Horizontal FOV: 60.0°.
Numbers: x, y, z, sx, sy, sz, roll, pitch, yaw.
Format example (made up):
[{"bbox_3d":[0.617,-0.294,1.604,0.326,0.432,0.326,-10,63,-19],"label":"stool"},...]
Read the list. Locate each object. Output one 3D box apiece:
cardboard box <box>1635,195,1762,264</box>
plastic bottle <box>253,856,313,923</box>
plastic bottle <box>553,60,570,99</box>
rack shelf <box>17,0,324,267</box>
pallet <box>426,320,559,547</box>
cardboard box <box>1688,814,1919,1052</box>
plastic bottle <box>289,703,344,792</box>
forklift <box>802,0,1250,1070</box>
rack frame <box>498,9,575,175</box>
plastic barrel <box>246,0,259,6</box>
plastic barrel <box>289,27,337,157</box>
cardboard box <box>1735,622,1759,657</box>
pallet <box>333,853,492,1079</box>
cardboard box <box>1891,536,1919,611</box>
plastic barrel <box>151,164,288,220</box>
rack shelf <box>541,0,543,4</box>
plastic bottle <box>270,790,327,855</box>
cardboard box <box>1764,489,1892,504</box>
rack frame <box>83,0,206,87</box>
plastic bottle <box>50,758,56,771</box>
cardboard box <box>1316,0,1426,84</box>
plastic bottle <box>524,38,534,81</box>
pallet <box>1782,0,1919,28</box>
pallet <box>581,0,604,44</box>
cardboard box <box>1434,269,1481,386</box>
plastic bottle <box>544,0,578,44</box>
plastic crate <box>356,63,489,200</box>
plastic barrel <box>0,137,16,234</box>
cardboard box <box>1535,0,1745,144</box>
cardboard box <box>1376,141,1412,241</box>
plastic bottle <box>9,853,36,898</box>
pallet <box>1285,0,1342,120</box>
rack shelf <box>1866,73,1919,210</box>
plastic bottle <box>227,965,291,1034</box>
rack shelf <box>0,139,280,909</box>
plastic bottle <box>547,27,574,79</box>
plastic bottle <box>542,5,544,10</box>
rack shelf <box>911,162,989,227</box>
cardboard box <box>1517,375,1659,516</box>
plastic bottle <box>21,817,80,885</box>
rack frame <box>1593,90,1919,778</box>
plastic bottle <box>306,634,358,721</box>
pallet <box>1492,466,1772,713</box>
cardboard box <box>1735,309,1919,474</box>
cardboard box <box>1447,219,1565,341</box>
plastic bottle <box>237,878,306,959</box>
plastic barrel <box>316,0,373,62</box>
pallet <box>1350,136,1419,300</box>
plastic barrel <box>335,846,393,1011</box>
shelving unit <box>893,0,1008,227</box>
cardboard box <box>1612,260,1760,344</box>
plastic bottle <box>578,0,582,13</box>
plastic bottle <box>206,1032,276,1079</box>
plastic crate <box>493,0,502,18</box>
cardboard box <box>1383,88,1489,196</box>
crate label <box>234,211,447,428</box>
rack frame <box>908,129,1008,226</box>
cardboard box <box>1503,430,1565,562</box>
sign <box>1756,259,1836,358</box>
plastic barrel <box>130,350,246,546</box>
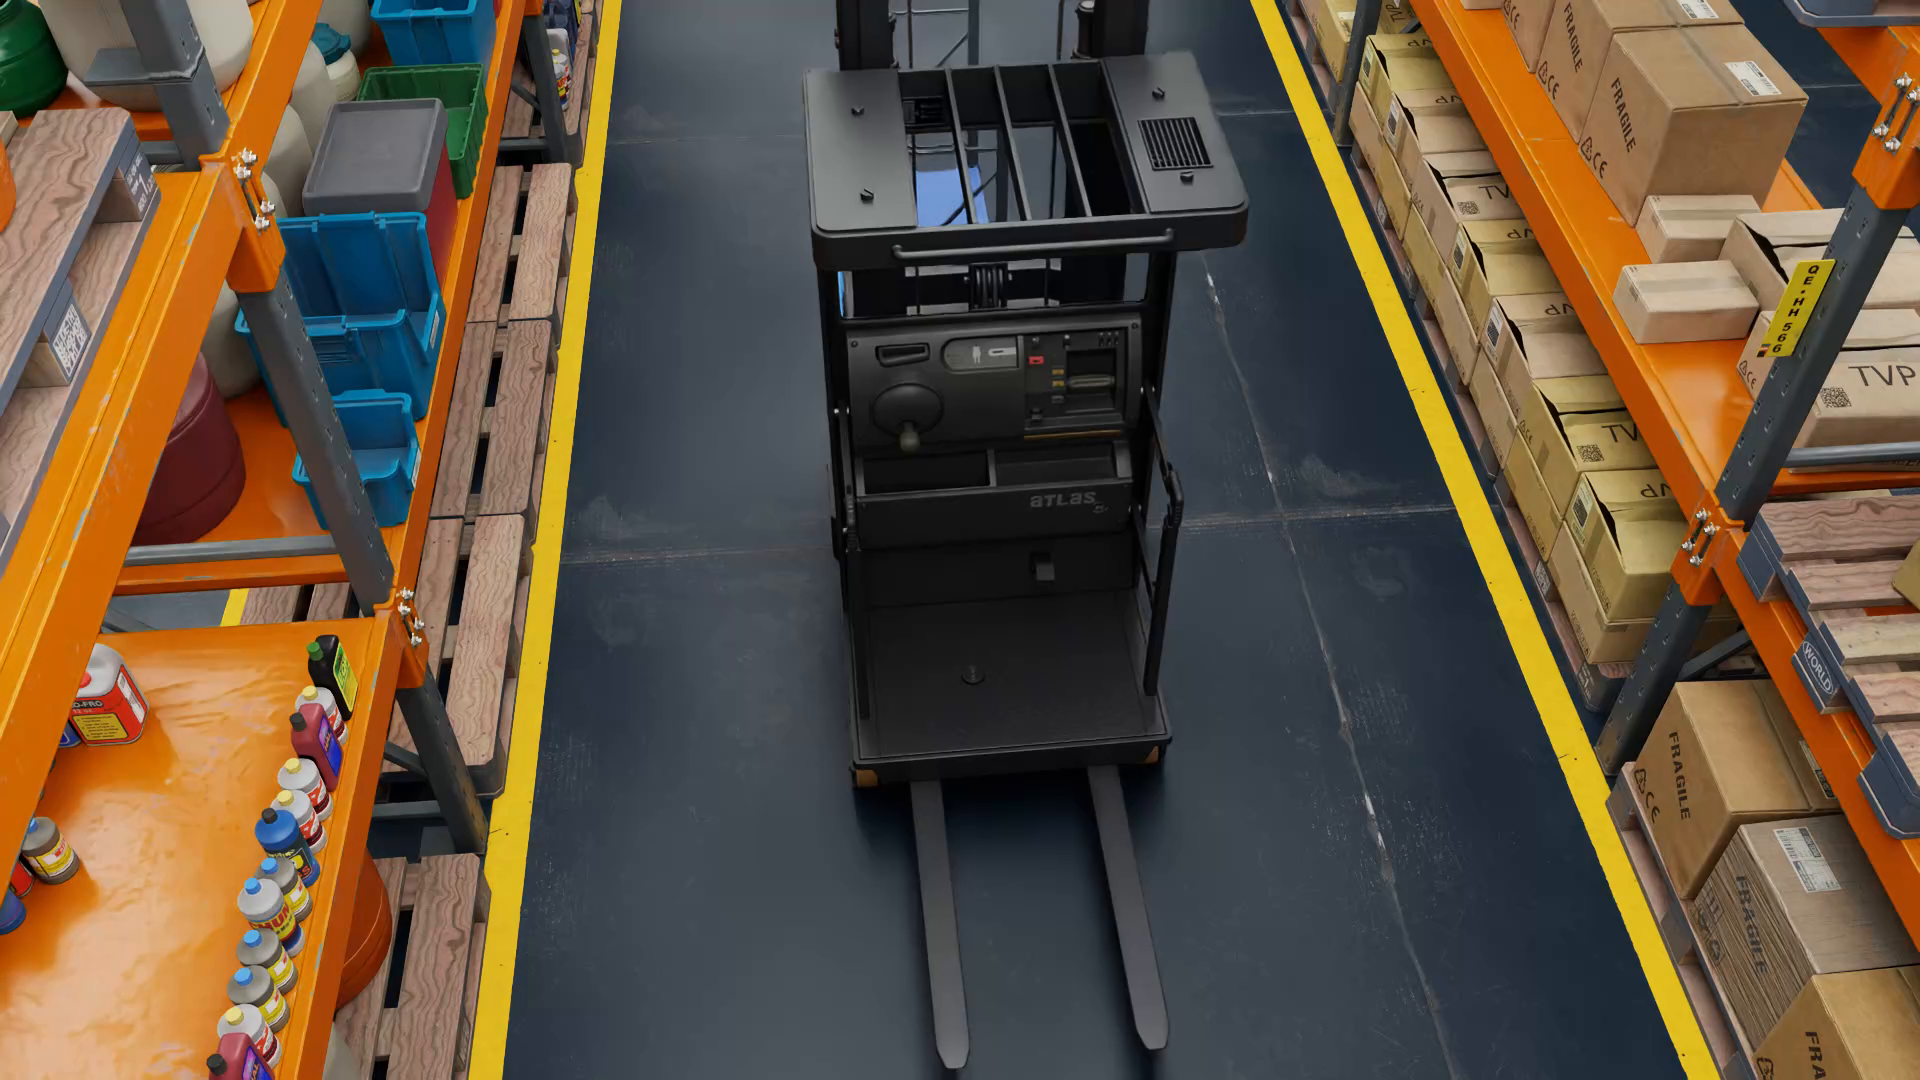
[{"bbox_3d":[2.635,-1.090,5.890,0.380,0.149,0.250,0,47,0],"label":"cardboard box"},{"bbox_3d":[-1.644,0.839,4.026,0.097,0.201,0.097,0,47,0],"label":"plastic bottle"},{"bbox_3d":[-2.071,-2.373,8.556,0.097,0.201,0.097,0,47,0],"label":"plastic bottle"},{"bbox_3d":[-2.306,-2.190,5.188,1.077,0.370,4.000,-3,47,-3],"label":"rack shelf"},{"bbox_3d":[-2.263,-0.444,7.025,1.003,0.211,1.213,-3,47,-3],"label":"pallet"},{"bbox_3d":[2.601,1.176,4.989,0.500,0.500,0.500,-5,47,-5],"label":"cardboard box"},{"bbox_3d":[-1.660,0.515,4.277,0.061,0.283,0.133,-3,47,-3],"label":"plastic bottle"},{"bbox_3d":[0.136,-0.397,5.107,1.130,2.935,3.031,-4,47,-4],"label":"forklift"},{"bbox_3d":[-2.473,-2.853,7.386,1.000,3.000,0.127,-3,47,-3],"label":"rack frame"},{"bbox_3d":[-1.991,-1.770,3.949,0.600,0.901,0.600,0,47,0],"label":"plastic barrel"},{"bbox_3d":[-2.550,-1.663,6.166,0.433,0.535,0.433,0,47,0],"label":"plastic barrel"},{"bbox_3d":[3.047,0.147,6.149,0.500,0.250,0.500,-4,47,-3],"label":"cardboard box"},{"bbox_3d":[-2.031,1.568,5.120,1.003,0.211,1.213,-3,47,-3],"label":"pallet"},{"bbox_3d":[2.963,0.013,4.314,0.700,0.500,0.500,-18,49,-16],"label":"cardboard box"},{"bbox_3d":[-2.472,-1.034,5.586,0.421,0.512,0.421,0,47,0],"label":"plastic barrel"},{"bbox_3d":[-2.640,-4.053,9.018,1.077,0.370,4.000,-3,47,-3],"label":"rack shelf"},{"bbox_3d":[-1.660,0.698,4.160,0.097,0.201,0.097,0,47,0],"label":"plastic bottle"},{"bbox_3d":[3.047,-0.046,5.946,0.500,0.311,0.500,-2,47,-2],"label":"cardboard box"},{"bbox_3d":[-2.138,-2.022,2.467,1.000,3.000,0.127,-3,47,-3],"label":"rack frame"},{"bbox_3d":[-2.442,0.504,4.296,0.097,0.271,0.097,0,47,0],"label":"plastic bottle"},{"bbox_3d":[2.207,-2.673,8.820,0.500,0.250,0.500,-3,47,-3],"label":"cardboard box"},{"bbox_3d":[-2.223,-2.553,8.670,0.061,0.283,0.133,-3,47,-3],"label":"plastic bottle"},{"bbox_3d":[2.652,-1.709,4.367,1.213,0.211,1.003,-2,47,-1],"label":"pallet"},{"bbox_3d":[-2.593,-3.267,9.699,1.003,0.211,1.213,-3,47,-3],"label":"pallet"},{"bbox_3d":[2.379,-0.931,7.170,0.500,0.250,0.500,-3,47,-3],"label":"cardboard box"},{"bbox_3d":[-2.143,-2.839,8.894,0.144,0.351,0.185,-5,47,-5],"label":"plastic bottle"},{"bbox_3d":[-2.046,-1.537,6.286,0.450,0.188,0.662,-3,47,-3],"label":"plastic crate"},{"bbox_3d":[-2.094,-0.872,2.859,0.600,0.830,0.708,-3,47,-3],"label":"plastic barrel"},{"bbox_3d":[2.597,-1.886,6.401,0.500,0.500,0.500,-3,47,-3],"label":"cardboard box"},{"bbox_3d":[2.292,-1.674,7.874,0.500,0.250,0.500,-2,47,-2],"label":"cardboard box"},{"bbox_3d":[-2.385,0.751,4.058,0.152,0.276,0.135,-3,47,-3],"label":"plastic bottle"},{"bbox_3d":[2.438,-2.771,9.228,1.003,0.211,1.213,-3,47,-3],"label":"pallet"},{"bbox_3d":[2.966,0.406,2.729,1.077,0.370,4.000,-3,47,-3],"label":"rack shelf"},{"bbox_3d":[-1.619,1.050,3.826,0.097,0.201,0.097,0,47,0],"label":"plastic bottle"},{"bbox_3d":[-1.971,0.704,2.447,1.077,0.370,4.000,-3,47,-3],"label":"rack shelf"},{"bbox_3d":[-2.117,-2.557,8.679,0.152,0.276,0.135,-2,47,-2],"label":"plastic bottle"},{"bbox_3d":[-2.260,-2.773,8.886,0.097,0.271,0.097,0,47,0],"label":"plastic bottle"},{"bbox_3d":[-0.120,-1.251,7.149,0.538,0.185,1.000,-4,47,-4],"label":"rack shelf"},{"bbox_3d":[2.459,-0.389,6.271,0.500,0.311,0.500,-4,47,-4],"label":"cardboard box"},{"bbox_3d":[-2.263,0.756,4.105,0.097,0.201,0.097,0,47,0],"label":"plastic bottle"},{"bbox_3d":[2.798,-0.257,4.928,1.000,3.000,0.127,-3,47,-3],"label":"rack frame"},{"bbox_3d":[-1.679,0.348,4.435,0.061,0.283,0.133,-3,47,-3],"label":"plastic bottle"},{"bbox_3d":[2.768,0.103,6.507,1.003,0.211,1.213,-3,47,-3],"label":"pallet"},{"bbox_3d":[2.811,-0.493,5.212,0.500,0.311,0.500,-1,47,-1],"label":"cardboard box"},{"bbox_3d":[2.380,-1.117,6.960,0.500,0.311,0.500,-2,47,-2],"label":"cardboard box"},{"bbox_3d":[-1.636,0.885,3.934,0.097,0.271,0.097,0,47,0],"label":"plastic bottle"},{"bbox_3d":[-2.611,-2.194,6.669,0.433,0.535,0.433,0,47,0],"label":"plastic barrel"},{"bbox_3d":[2.564,-1.662,8.179,1.003,0.211,1.213,-3,47,-3],"label":"pallet"},{"bbox_3d":[-2.080,0.996,4.946,0.600,0.830,0.708,-3,47,-3],"label":"plastic barrel"},{"bbox_3d":[-0.120,-1.374,7.019,0.538,1.500,1.048,-4,47,-4],"label":"shelving unit"},{"bbox_3d":[2.448,-0.805,5.619,0.380,0.149,0.250,-3,47,-3],"label":"cardboard box"},{"bbox_3d":[-2.143,-2.994,9.144,0.097,0.201,0.097,0,47,0],"label":"plastic bottle"},{"bbox_3d":[-1.583,1.175,3.652,0.061,0.283,0.133,-3,47,-3],"label":"plastic bottle"},{"bbox_3d":[-2.128,-2.543,7.049,0.402,0.464,0.583,-3,47,-3],"label":"plastic crate"},{"bbox_3d":[2.286,-1.867,7.670,0.500,0.311,0.500,-4,47,-4],"label":"cardboard box"},{"bbox_3d":[-1.952,-0.706,5.329,0.502,0.435,0.616,-3,47,-3],"label":"crate label"},{"bbox_3d":[-0.069,-1.007,6.671,0.500,1.500,0.032,-4,47,-4],"label":"rack frame"},{"bbox_3d":[2.464,-0.195,6.473,0.500,0.250,0.500,-4,47,-4],"label":"cardboard box"},{"bbox_3d":[2.245,-0.619,4.473,0.100,0.325,0.005,-3,47,-3],"label":"sign"},{"bbox_3d":[-2.479,-0.323,4.896,0.600,0.536,0.708,-3,47,-3],"label":"plastic barrel"}]
